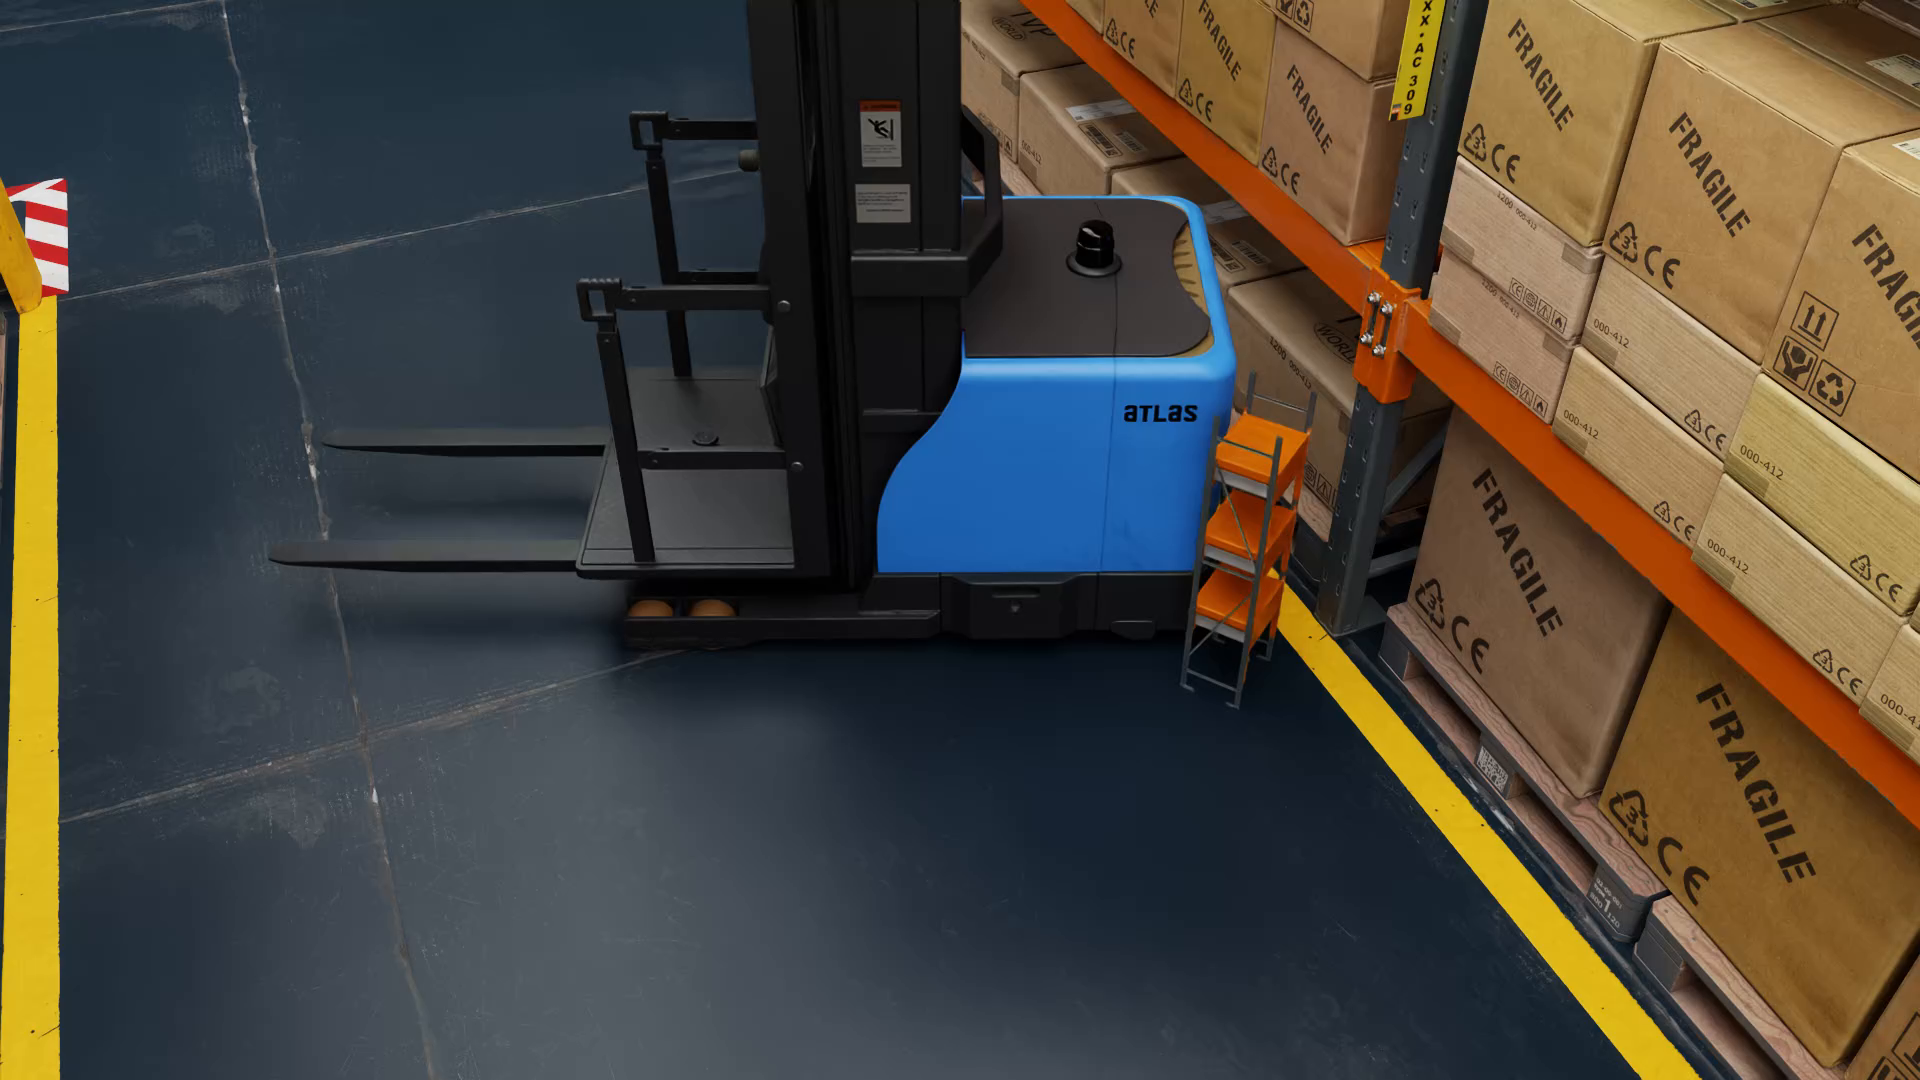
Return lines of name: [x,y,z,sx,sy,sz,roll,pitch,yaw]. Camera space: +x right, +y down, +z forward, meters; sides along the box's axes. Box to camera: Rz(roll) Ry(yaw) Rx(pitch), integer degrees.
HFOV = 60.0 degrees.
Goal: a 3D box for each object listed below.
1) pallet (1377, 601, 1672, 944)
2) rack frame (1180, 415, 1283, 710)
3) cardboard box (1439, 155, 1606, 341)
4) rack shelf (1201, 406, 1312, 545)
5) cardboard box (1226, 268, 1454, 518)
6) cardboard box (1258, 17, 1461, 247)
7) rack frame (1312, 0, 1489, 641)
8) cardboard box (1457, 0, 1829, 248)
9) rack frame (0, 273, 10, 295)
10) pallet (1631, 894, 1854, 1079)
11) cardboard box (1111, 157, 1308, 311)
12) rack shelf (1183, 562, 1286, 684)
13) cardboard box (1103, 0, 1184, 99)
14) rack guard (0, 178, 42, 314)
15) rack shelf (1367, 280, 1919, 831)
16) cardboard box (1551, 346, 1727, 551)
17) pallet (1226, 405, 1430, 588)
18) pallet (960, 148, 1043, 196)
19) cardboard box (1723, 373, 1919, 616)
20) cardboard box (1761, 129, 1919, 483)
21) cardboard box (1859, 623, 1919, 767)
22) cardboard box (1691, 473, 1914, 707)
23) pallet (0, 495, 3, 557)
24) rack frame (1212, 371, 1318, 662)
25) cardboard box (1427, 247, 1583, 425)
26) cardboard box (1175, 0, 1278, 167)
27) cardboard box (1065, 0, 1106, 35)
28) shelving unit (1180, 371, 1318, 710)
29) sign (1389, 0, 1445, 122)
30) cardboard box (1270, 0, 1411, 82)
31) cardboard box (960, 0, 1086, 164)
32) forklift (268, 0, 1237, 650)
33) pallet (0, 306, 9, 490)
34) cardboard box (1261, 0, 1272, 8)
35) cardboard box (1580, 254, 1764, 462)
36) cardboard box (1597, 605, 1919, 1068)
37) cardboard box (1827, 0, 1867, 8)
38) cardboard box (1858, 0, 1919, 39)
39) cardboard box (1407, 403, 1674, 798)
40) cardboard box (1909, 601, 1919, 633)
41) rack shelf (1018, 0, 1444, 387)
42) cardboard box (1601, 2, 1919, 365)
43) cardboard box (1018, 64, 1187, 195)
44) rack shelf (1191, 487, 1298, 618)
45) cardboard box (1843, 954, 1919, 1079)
pallet: [2.008,0.528,4.974,1.003,0.211,1.213,-15,43,-17]
rack frame: [0.778,0.091,4.839,0.200,1.050,0.008,22,45,23]
cardboard box: [1.551,-0.772,4.079,0.500,0.250,0.500,-16,43,-18]
rack shelf: [0.842,-0.184,4.739,0.215,0.259,0.240,22,45,23]
cardboard box: [1.502,-0.568,5.753,0.875,0.438,0.875,-16,43,-17]
cardboard box: [1.230,-1.229,4.801,0.500,0.500,0.500,-15,43,-16]
rack frame: [1.643,-0.975,4.583,1.000,3.000,0.127,-15,43,-17]
cardboard box: [1.546,-1.055,3.833,0.500,0.500,0.500,-15,43,-16]
rack frame: [-4.422,-2.089,5.879,1.000,3.000,0.127,-15,43,-17]
pallet: [2.479,1.264,4.118,1.003,0.211,1.213,-15,43,-17]
cardboard box: [1.159,-1.107,6.380,0.875,0.438,0.875,-16,43,-18]
rack shelf: [0.841,0.241,5.106,0.215,0.259,0.240,22,45,23]
cardboard box: [0.822,-1.836,5.508,0.500,0.500,0.500,-16,43,-17]
rack guard: [-4.393,-1.095,6.640,1.175,0.500,0.348,-15,43,-17]
rack shelf: [2.409,0.502,3.417,1.077,0.370,4.000,-15,43,-17]
cardboard box: [1.767,-0.276,3.885,0.500,0.250,0.500,-16,43,-18]
pallet: [1.425,-0.395,6.048,1.003,0.211,1.213,-15,43,-17]
pallet: [0.491,-1.865,7.757,1.003,0.211,1.213,-15,43,-17]
cardboard box: [1.945,-0.155,3.361,0.500,0.250,0.500,-15,43,-16]
cardboard box: [1.956,-0.453,3.133,0.500,0.500,0.500,-16,43,-18]
cardboard box: [2.131,0.340,3.169,0.500,0.250,0.500,-16,43,-18]
cardboard box: [1.949,0.037,3.522,0.500,0.250,0.500,-15,43,-17]
pallet: [-3.652,0.246,5.302,1.003,0.211,1.213,-15,43,-17]
rack frame: [0.905,-0.045,4.997,0.200,1.050,0.008,22,45,23]
cardboard box: [1.568,-0.587,4.247,0.500,0.250,0.500,-16,43,-18]
cardboard box: [1.028,-1.537,5.160,0.500,0.500,0.500,-16,43,-18]
cardboard box: [0.636,-2.156,5.879,0.500,0.500,0.500,-14,43,-15]
shelving unit: [0.842,0.023,4.918,0.215,1.050,0.252,22,45,23]
sign: [1.131,-1.194,4.113,0.100,0.325,0.005,-15,43,-17]
cardboard box: [1.208,-1.607,4.475,0.500,0.500,0.500,-15,43,-17]
cardboard box: [0.458,-2.200,7.651,0.875,0.438,0.875,-17,43,-18]
forklift: [-0.711,-1.105,4.787,3.031,2.935,1.130,0,41,0]
pallet: [-4.114,-0.488,6.155,1.003,0.211,1.213,-15,43,-17]
cardboard box: [1.021,-1.915,4.833,0.500,0.500,0.500,-16,43,-17]
cardboard box: [1.777,-0.465,3.722,0.500,0.250,0.500,-14,43,-16]
cardboard box: [2.307,0.567,4.098,0.875,0.875,0.875,-14,43,-16]
cardboard box: [2.046,-1.186,3.985,0.500,0.500,0.500,-14,43,-15]
cardboard box: [2.251,-0.876,3.624,0.500,0.500,0.500,-14,43,-16]
cardboard box: [1.955,0.025,4.728,0.875,0.875,0.875,-14,43,-16]
cardboard box: [2.141,0.149,3.007,0.500,0.250,0.500,-16,43,-18]
rack shelf: [0.878,-1.907,6.219,1.077,0.370,4.000,-15,43,-17]
cardboard box: [1.766,-0.756,3.485,0.500,0.500,0.500,-15,43,-17]
cardboard box: [0.816,-1.651,7.012,0.875,0.438,0.875,-14,43,-16]
rack shelf: [0.842,0.031,4.925,0.215,0.259,0.240,22,45,23]
cardboard box: [2.649,1.106,3.471,0.875,0.875,0.875,-15,43,-16]
